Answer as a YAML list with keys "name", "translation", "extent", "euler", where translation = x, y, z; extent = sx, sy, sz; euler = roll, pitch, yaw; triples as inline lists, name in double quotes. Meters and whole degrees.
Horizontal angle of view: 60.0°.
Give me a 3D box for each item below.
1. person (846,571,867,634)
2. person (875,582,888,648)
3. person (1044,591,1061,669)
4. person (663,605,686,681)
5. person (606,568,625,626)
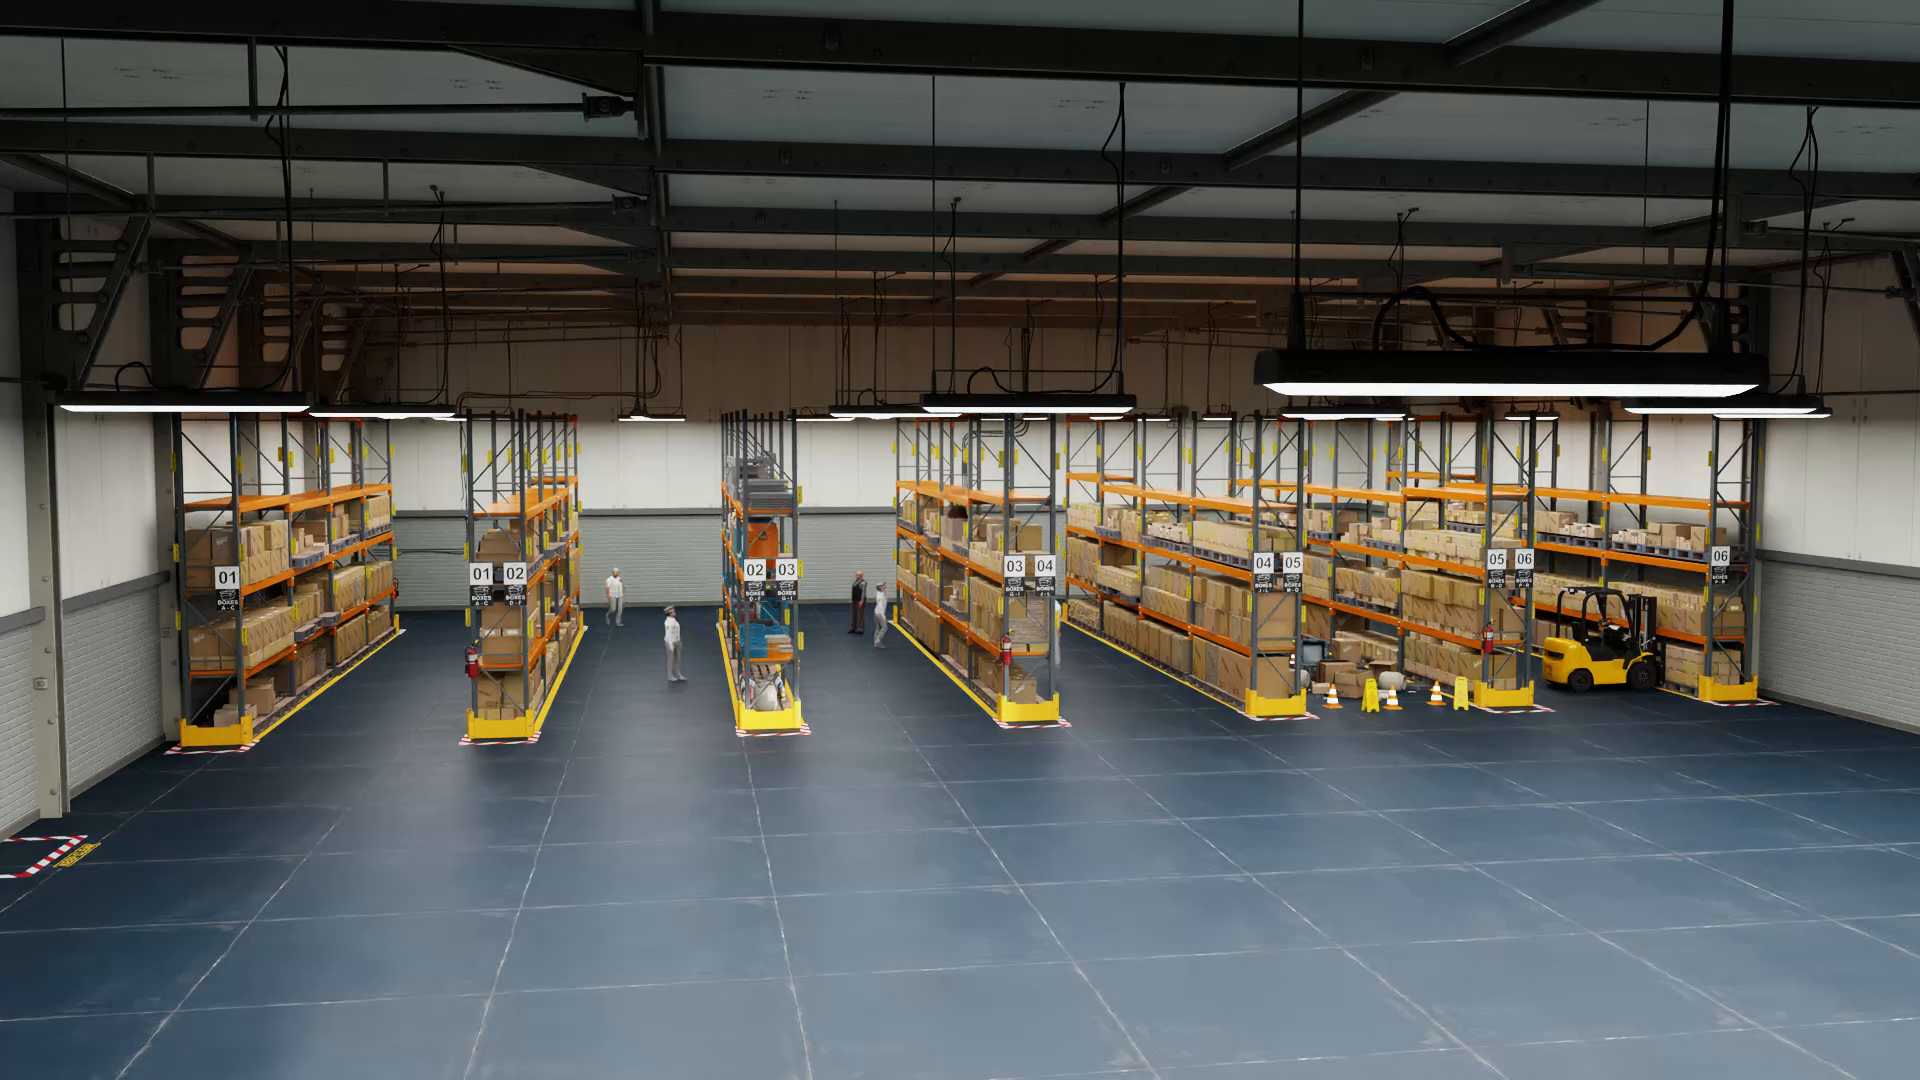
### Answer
- name: "person"
  translation: [-2.812, 1.711, 45.418]
  extent: [0.422, 1.744, 0.573]
  euler: [-3, 5, -39]
- name: "person"
  translation: [-2.001, 1.919, 42.378]
  extent: [0.348, 1.672, 0.554]
  euler: [0, 4, -2]
- name: "person"
  translation: [2.044, 1.982, 36.983]
  extent: [0.436, 1.777, 0.625]
  euler: [-2, 4, -27]
- name: "person"
  translation: [-6.405, 2.299, 37.154]
  extent: [0.390, 1.699, 0.542]
  euler: [2, 4, 26]
- name: "person"
  translation: [-9.752, 1.613, 46.946]
  extent: [0.497, 1.652, 0.514]
  euler: [4, 6, 44]
